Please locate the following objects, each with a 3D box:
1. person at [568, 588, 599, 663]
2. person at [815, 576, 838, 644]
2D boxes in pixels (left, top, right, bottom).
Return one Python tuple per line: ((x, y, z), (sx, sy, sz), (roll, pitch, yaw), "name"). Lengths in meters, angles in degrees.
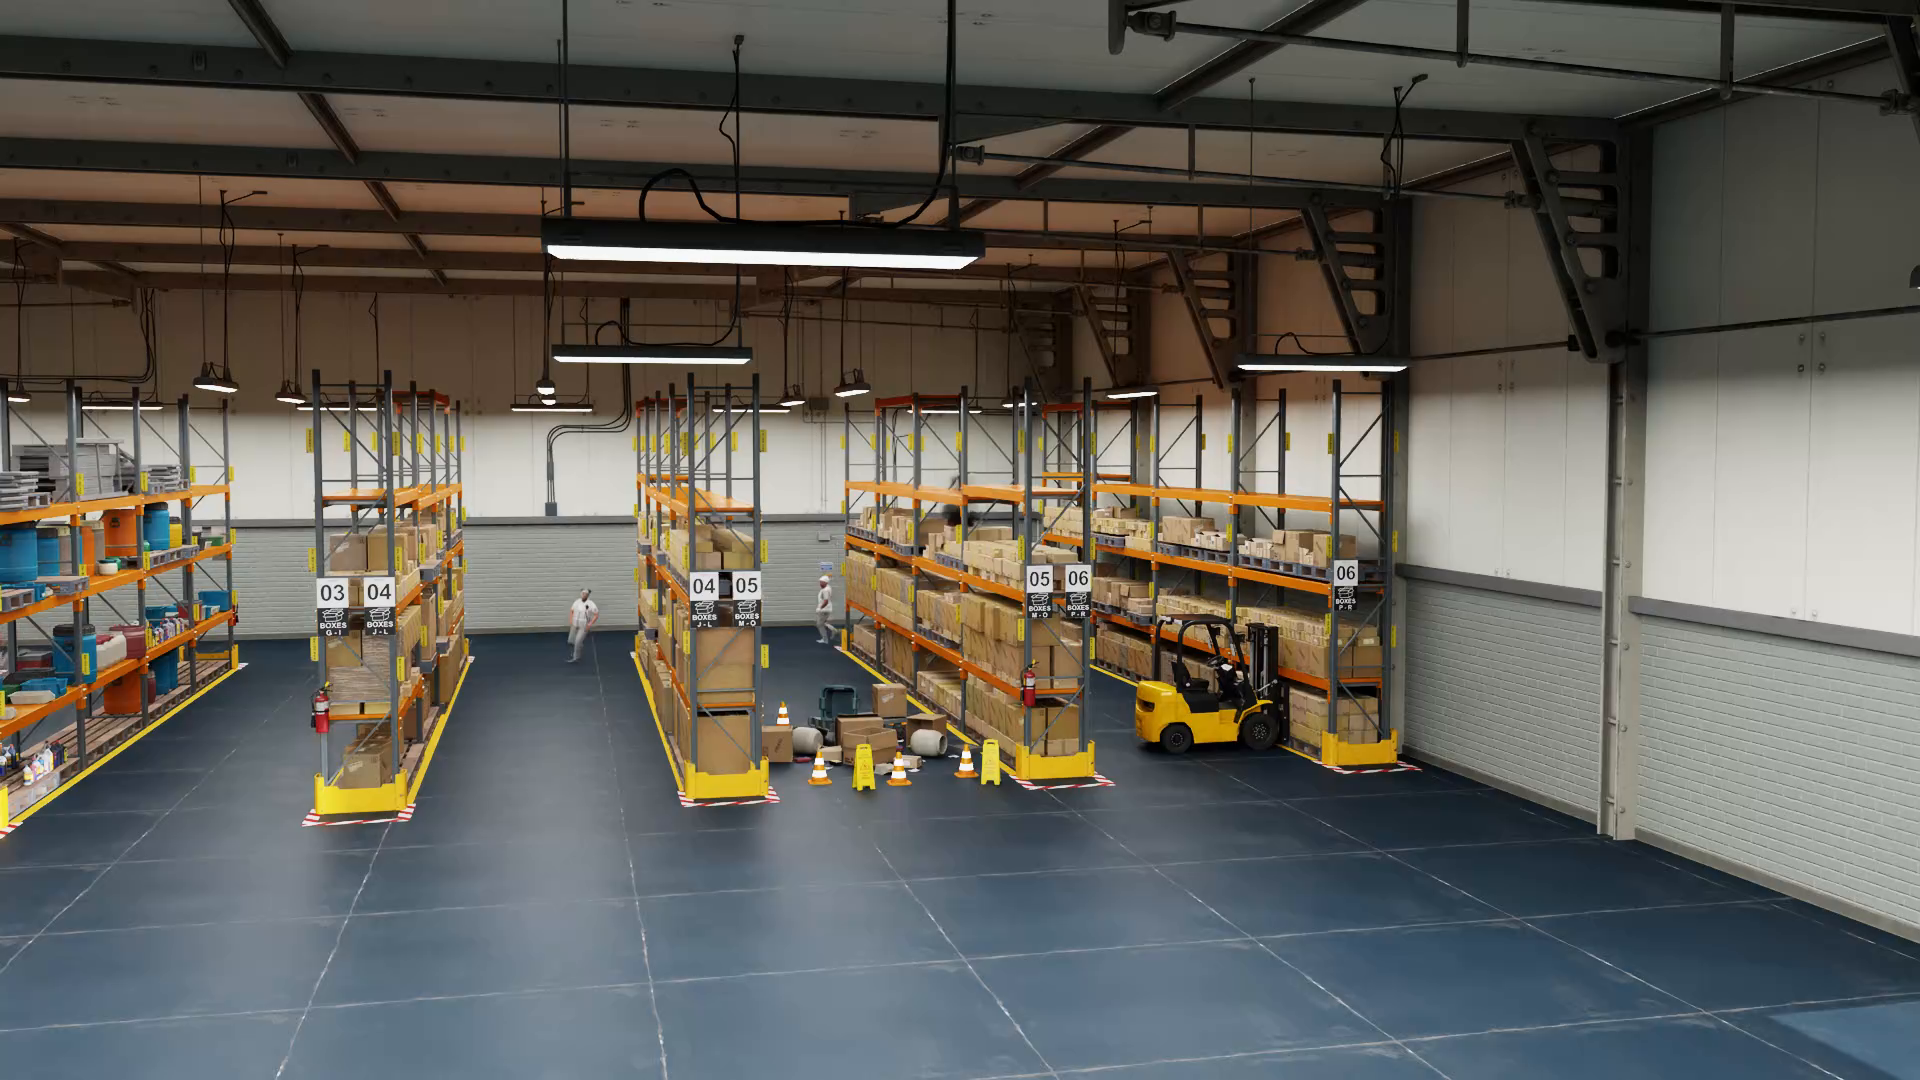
((-8.638, 1.946, 38.186), (0.718, 1.711, 0.591), (1, 3, 11), "person")
((-3.336, 1.748, 41.552), (0.573, 1.725, 0.738), (0, 3, -5), "person")
